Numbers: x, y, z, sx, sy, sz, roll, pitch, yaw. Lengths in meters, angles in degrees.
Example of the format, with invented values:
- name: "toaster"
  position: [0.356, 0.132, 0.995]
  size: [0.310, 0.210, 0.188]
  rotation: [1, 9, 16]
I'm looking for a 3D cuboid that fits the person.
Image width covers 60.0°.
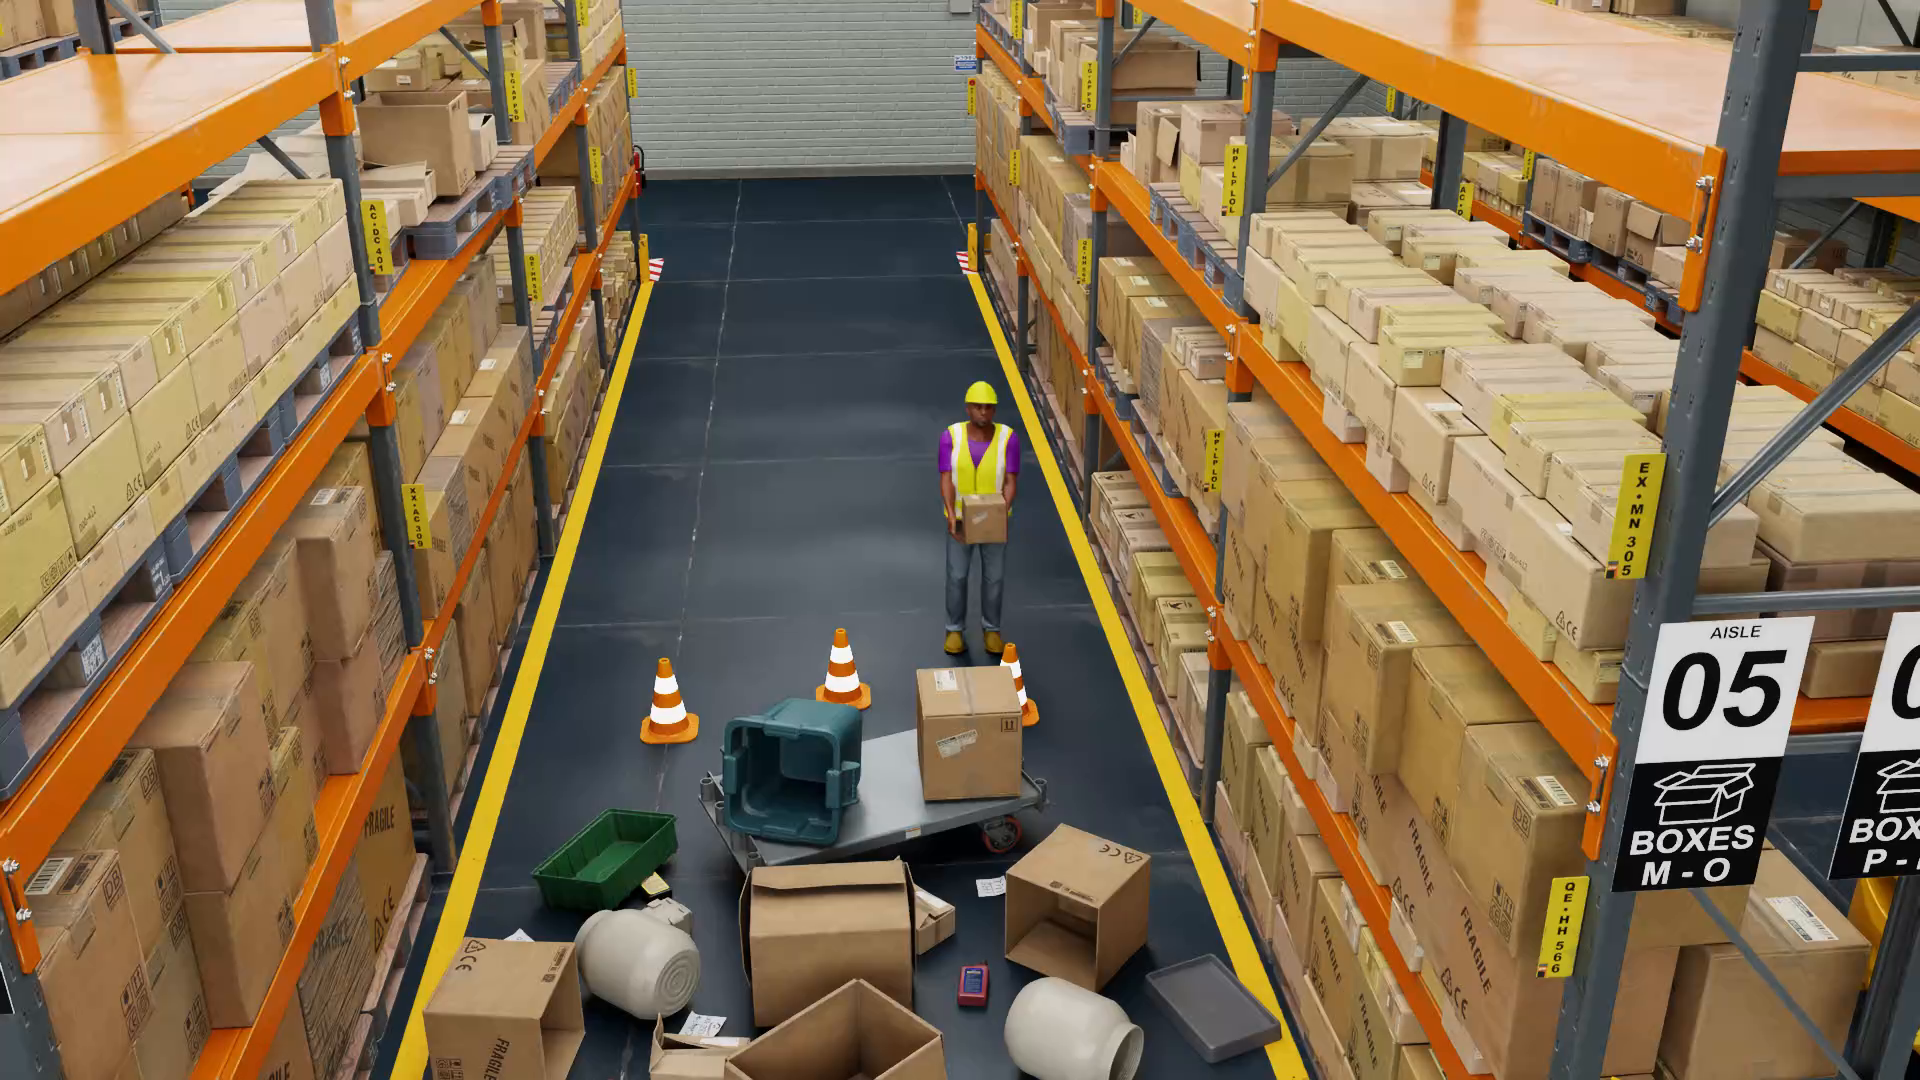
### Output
- name: "person"
  position: [0.121, -0.108, 10.543]
  size: [0.516, 1.766, 0.571]
  rotation: [1, 24, 2]
